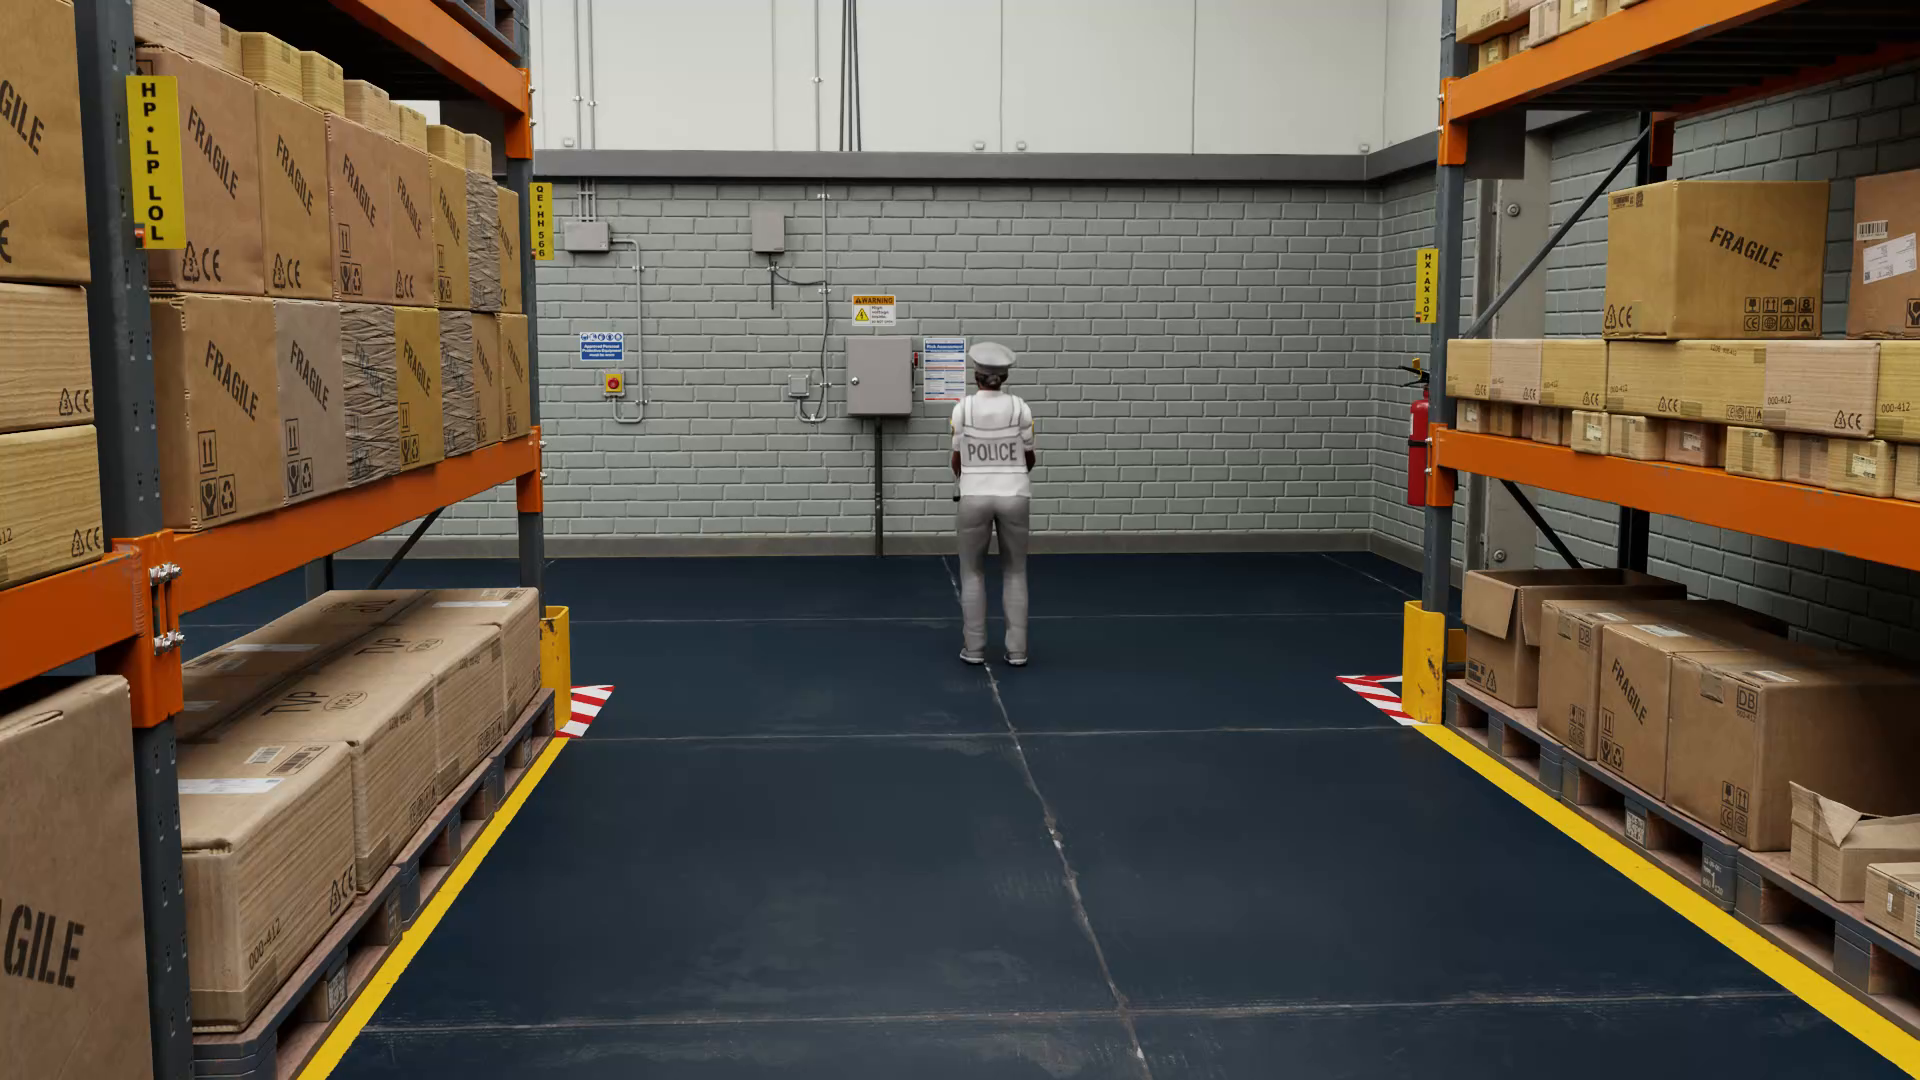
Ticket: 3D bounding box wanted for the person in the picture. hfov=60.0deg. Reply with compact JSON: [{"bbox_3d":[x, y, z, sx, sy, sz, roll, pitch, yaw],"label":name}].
[{"bbox_3d":[0.170,-0.193,8.742,0.451,1.690,0.518,0,7,-3],"label":"person"}]
